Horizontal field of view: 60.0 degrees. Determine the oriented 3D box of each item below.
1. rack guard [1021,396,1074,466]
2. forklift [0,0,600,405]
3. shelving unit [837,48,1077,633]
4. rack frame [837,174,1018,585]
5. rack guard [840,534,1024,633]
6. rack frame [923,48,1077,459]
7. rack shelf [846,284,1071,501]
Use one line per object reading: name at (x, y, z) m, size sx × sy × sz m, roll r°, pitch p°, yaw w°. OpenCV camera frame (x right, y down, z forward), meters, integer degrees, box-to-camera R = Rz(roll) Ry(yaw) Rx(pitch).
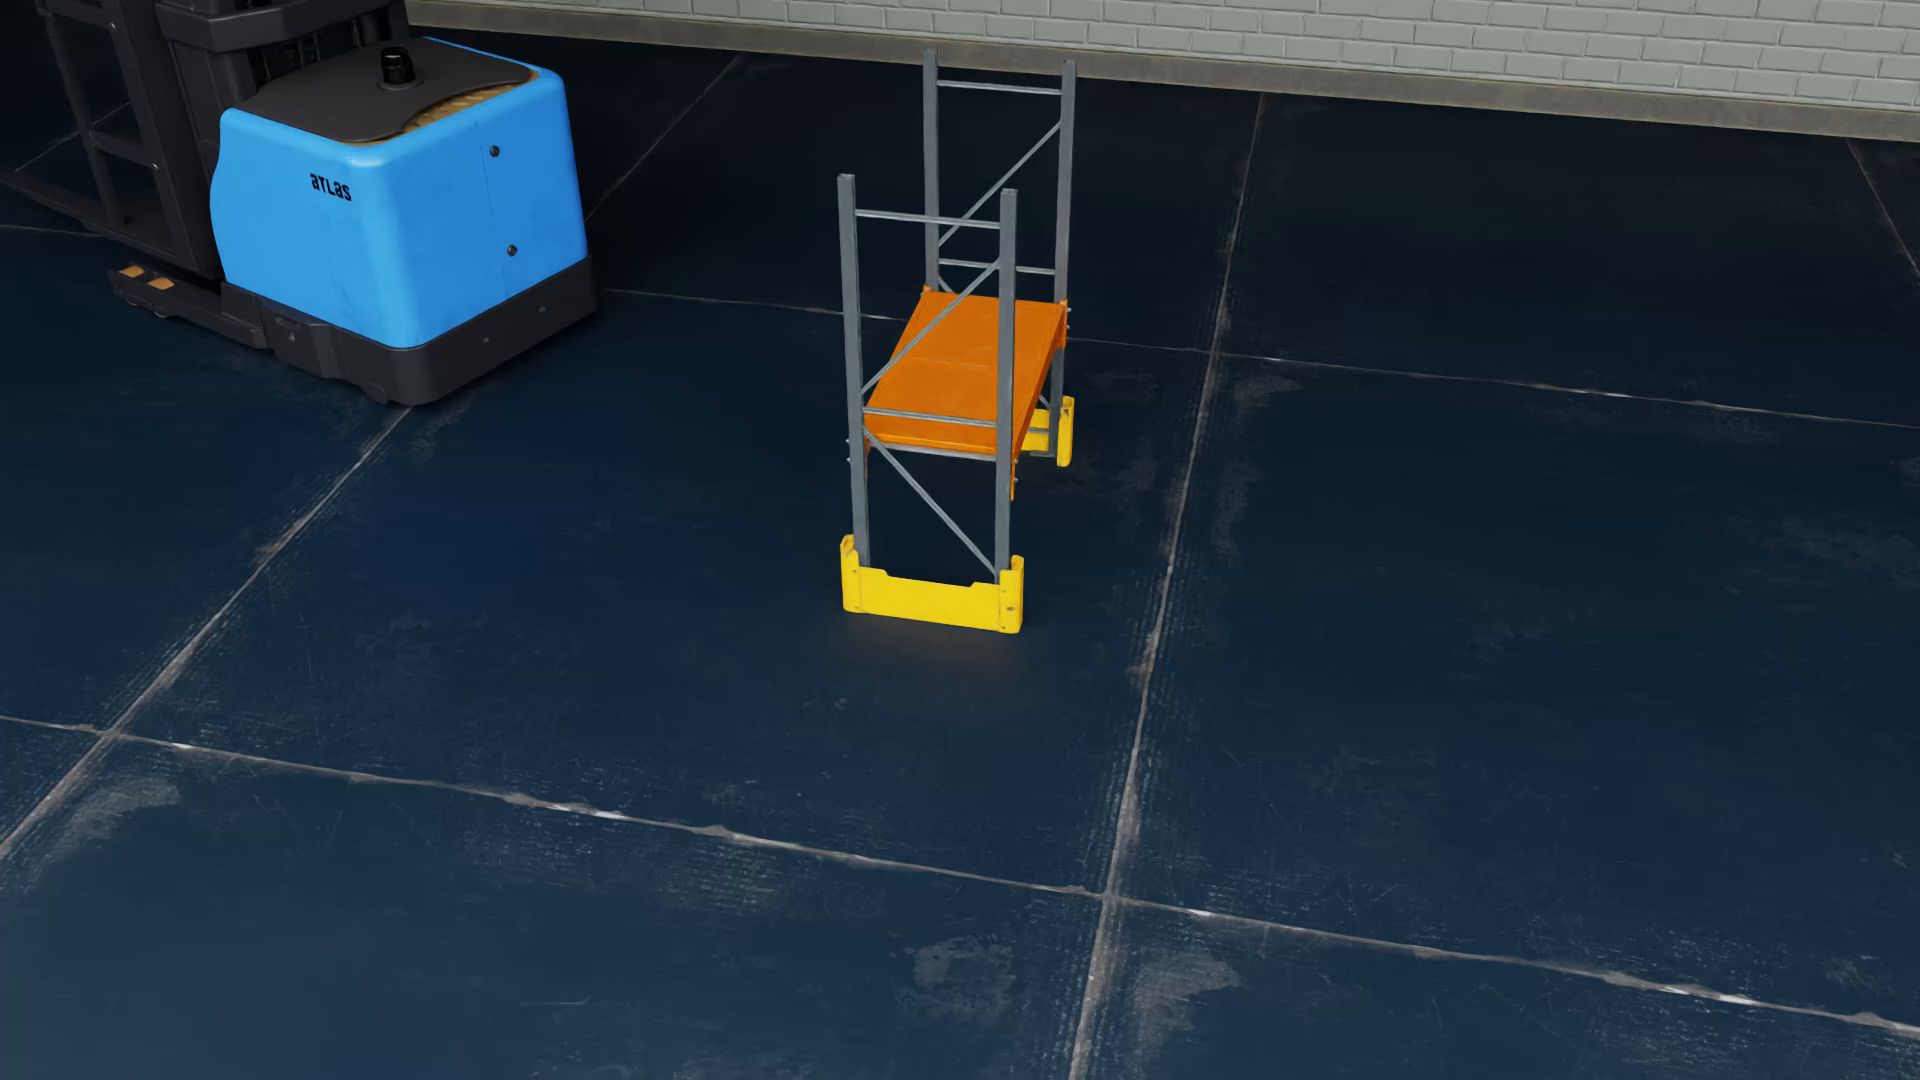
rack guard at (0.123, -0.430, 6.131) m, size 0.587 × 0.250 × 0.087 m, roll 7°, pitch 37°, yaw 10°
forklift at (-3.025, -2.365, 6.515) m, size 3.031 × 2.935 × 1.130 m, roll 21°, pitch 41°, yaw 27°
shelving unit at (0.016, -0.651, 5.370) m, size 0.587 × 1.500 × 1.083 m, roll 7°, pitch 37°, yaw 10°
rack frame at (-0.090, -0.365, 4.975) m, size 0.500 × 1.500 × 0.032 m, roll 7°, pitch 37°, yaw 10°
rack guard at (-0.090, 0.141, 5.343) m, size 0.587 × 0.250 × 0.087 m, roll 7°, pitch 37°, yaw 10°
rack frame at (0.127, -0.948, 5.779) m, size 0.500 × 1.500 × 0.032 m, roll 7°, pitch 37°, yaw 10°
rack shelf at (0.018, -0.511, 5.483) m, size 0.538 × 0.185 × 1.000 m, roll 7°, pitch 37°, yaw 10°
